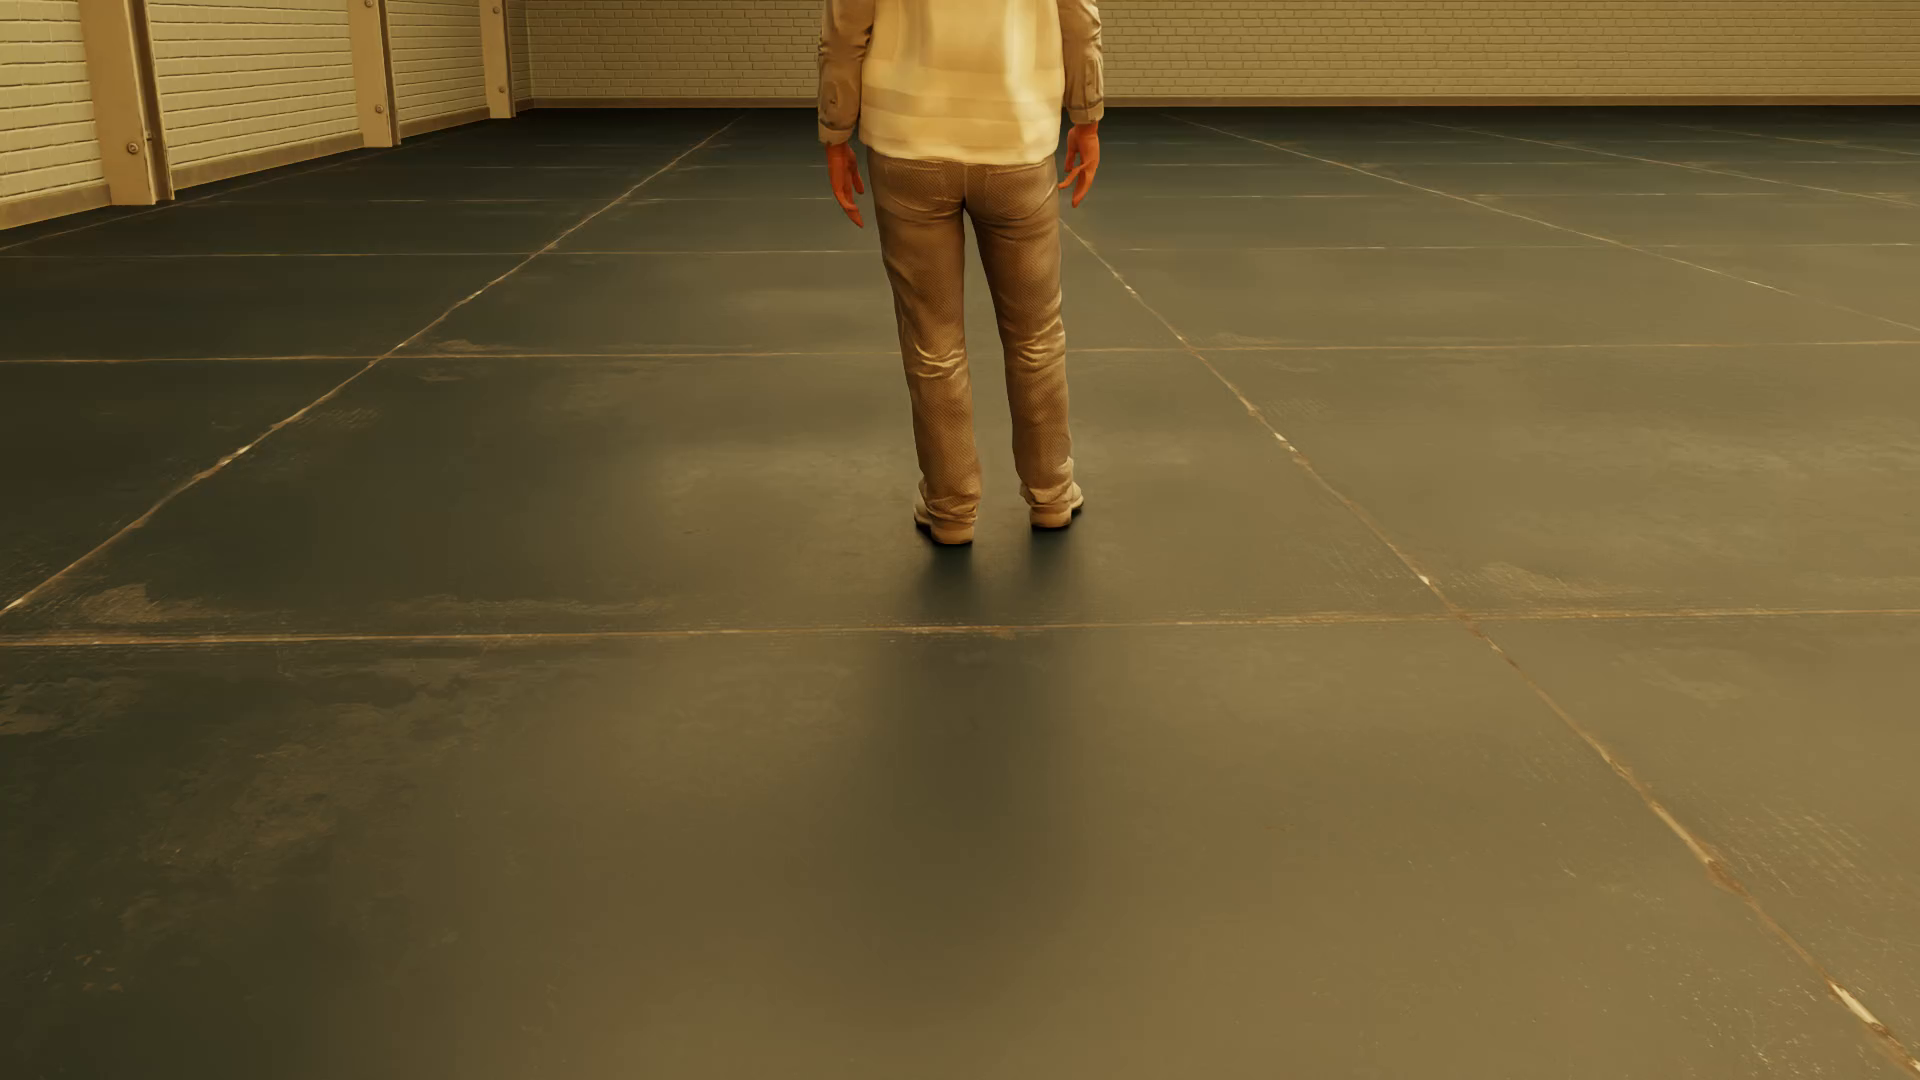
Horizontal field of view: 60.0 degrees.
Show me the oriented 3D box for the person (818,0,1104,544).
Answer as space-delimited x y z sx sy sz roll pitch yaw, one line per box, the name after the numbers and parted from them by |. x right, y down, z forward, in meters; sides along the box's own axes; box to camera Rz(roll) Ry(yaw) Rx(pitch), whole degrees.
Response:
0.004 -0.875 3.719 0.634 1.775 0.562 -1 17 -3 | person
